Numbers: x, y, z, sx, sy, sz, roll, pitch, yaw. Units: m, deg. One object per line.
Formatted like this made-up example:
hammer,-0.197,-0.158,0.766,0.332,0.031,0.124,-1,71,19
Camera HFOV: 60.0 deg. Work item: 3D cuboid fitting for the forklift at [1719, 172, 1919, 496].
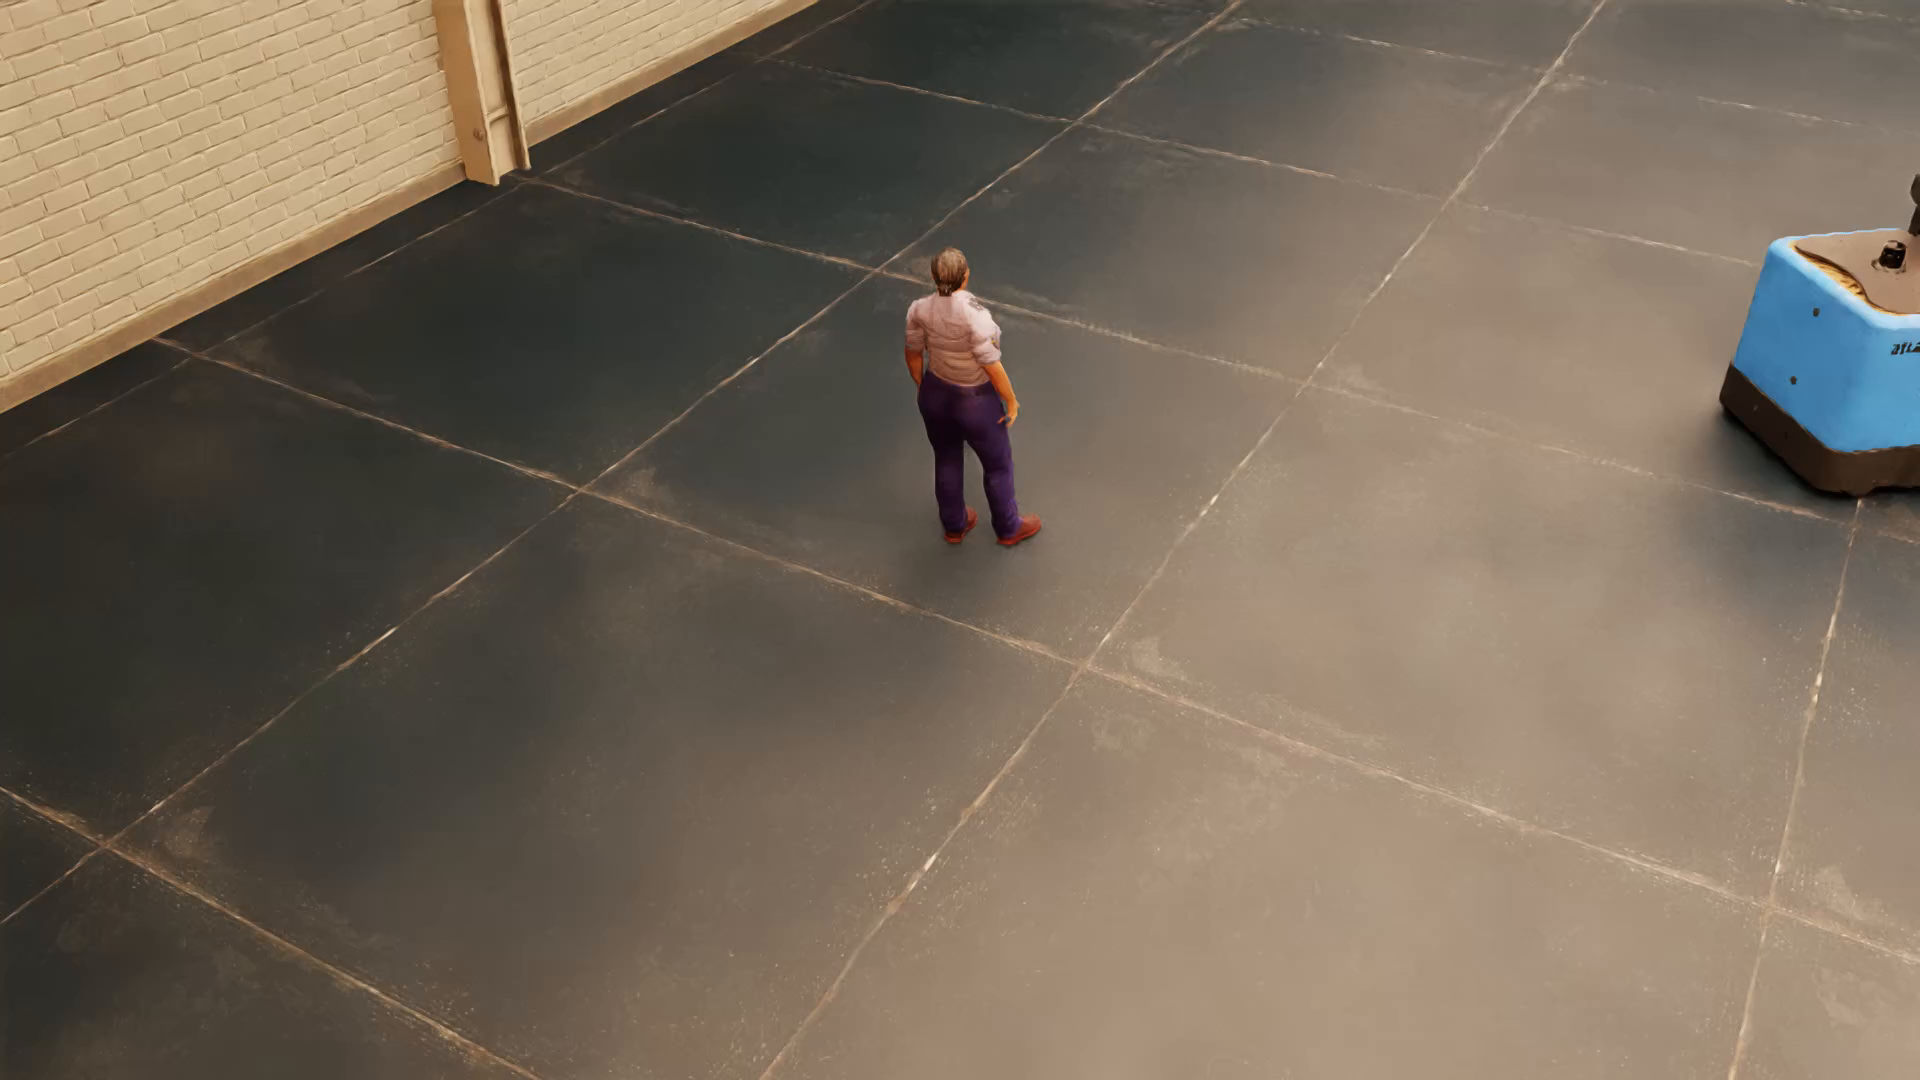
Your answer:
forklift,5.939,-1.843,8.631,3.031,2.935,1.130,-6,36,-9

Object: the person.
person,0.064,-0.714,8.147,0.599,1.650,0.502,18,39,24
